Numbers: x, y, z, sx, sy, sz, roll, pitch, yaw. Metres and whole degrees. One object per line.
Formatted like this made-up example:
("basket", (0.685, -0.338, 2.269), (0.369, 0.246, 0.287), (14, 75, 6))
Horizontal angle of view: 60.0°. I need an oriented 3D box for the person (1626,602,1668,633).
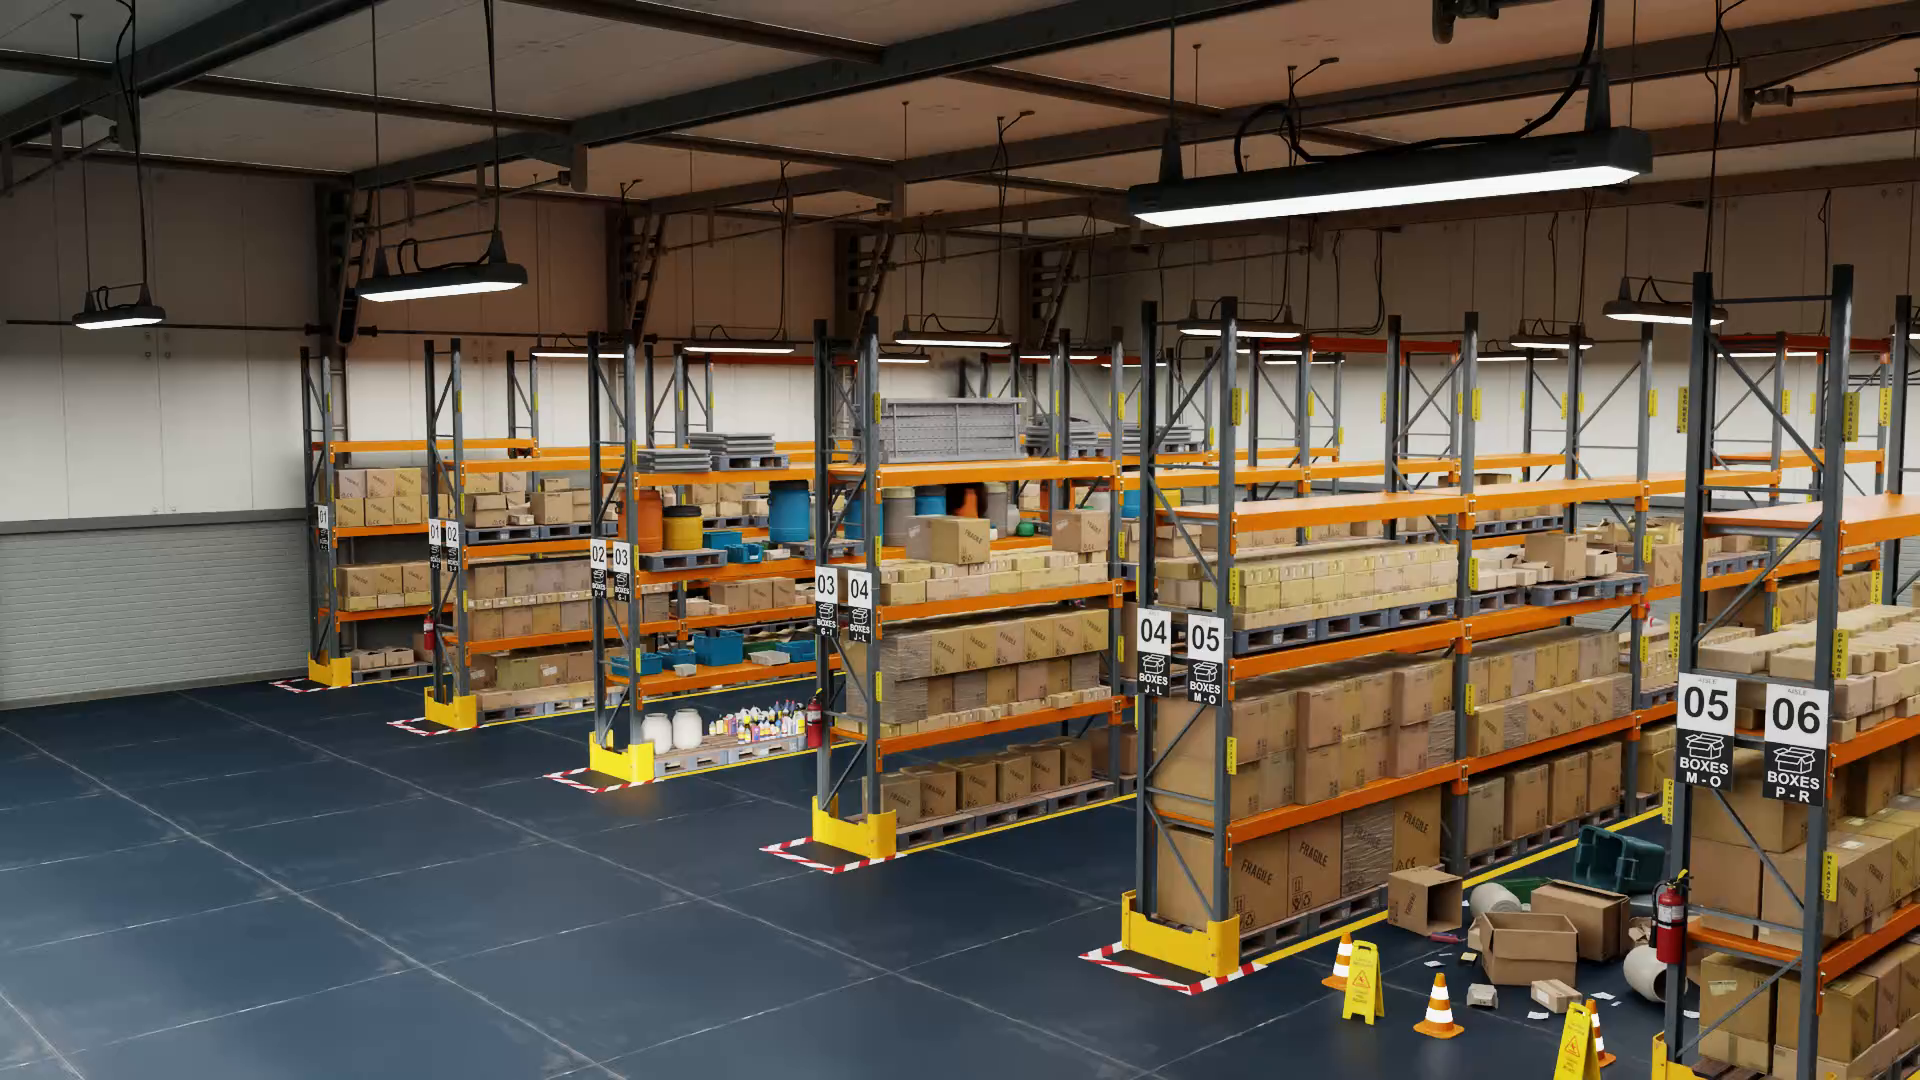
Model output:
("person", (11.254, 1.870, 27.302), (0.826, 1.734, 0.683), (-4, 6, -37))
